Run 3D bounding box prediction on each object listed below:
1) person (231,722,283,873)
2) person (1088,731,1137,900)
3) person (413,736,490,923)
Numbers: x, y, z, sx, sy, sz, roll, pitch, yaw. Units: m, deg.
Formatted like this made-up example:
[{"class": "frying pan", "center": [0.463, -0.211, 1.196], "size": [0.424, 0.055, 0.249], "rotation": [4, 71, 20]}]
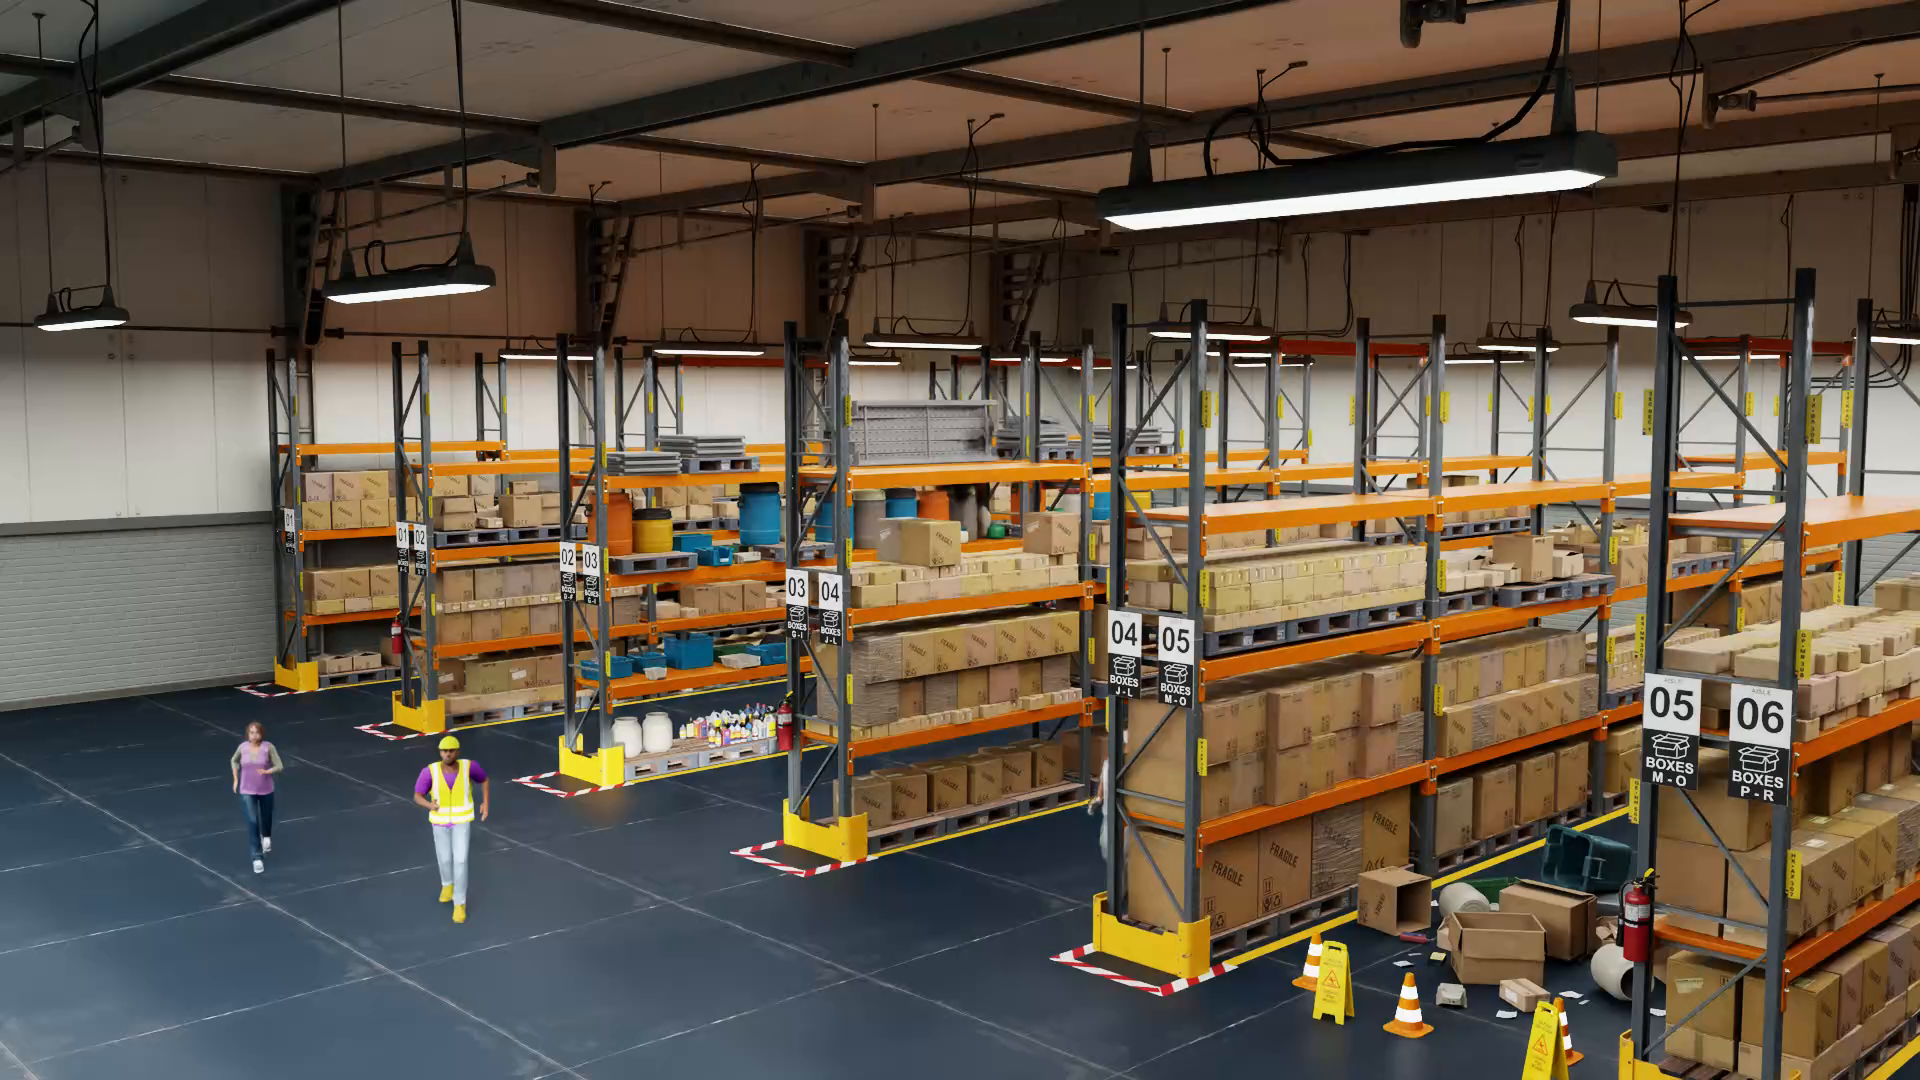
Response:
[{"class": "person", "center": [-7.705, 2.767, 18.245], "size": [0.534, 1.587, 0.885], "rotation": [-2, 5, -21]}, {"class": "person", "center": [1.701, 2.823, 17.090], "size": [0.683, 1.743, 0.689], "rotation": [4, 6, 37]}, {"class": "person", "center": [-5.081, 2.843, 16.641], "size": [0.721, 1.814, 0.835], "rotation": [-1, 5, -13]}]
